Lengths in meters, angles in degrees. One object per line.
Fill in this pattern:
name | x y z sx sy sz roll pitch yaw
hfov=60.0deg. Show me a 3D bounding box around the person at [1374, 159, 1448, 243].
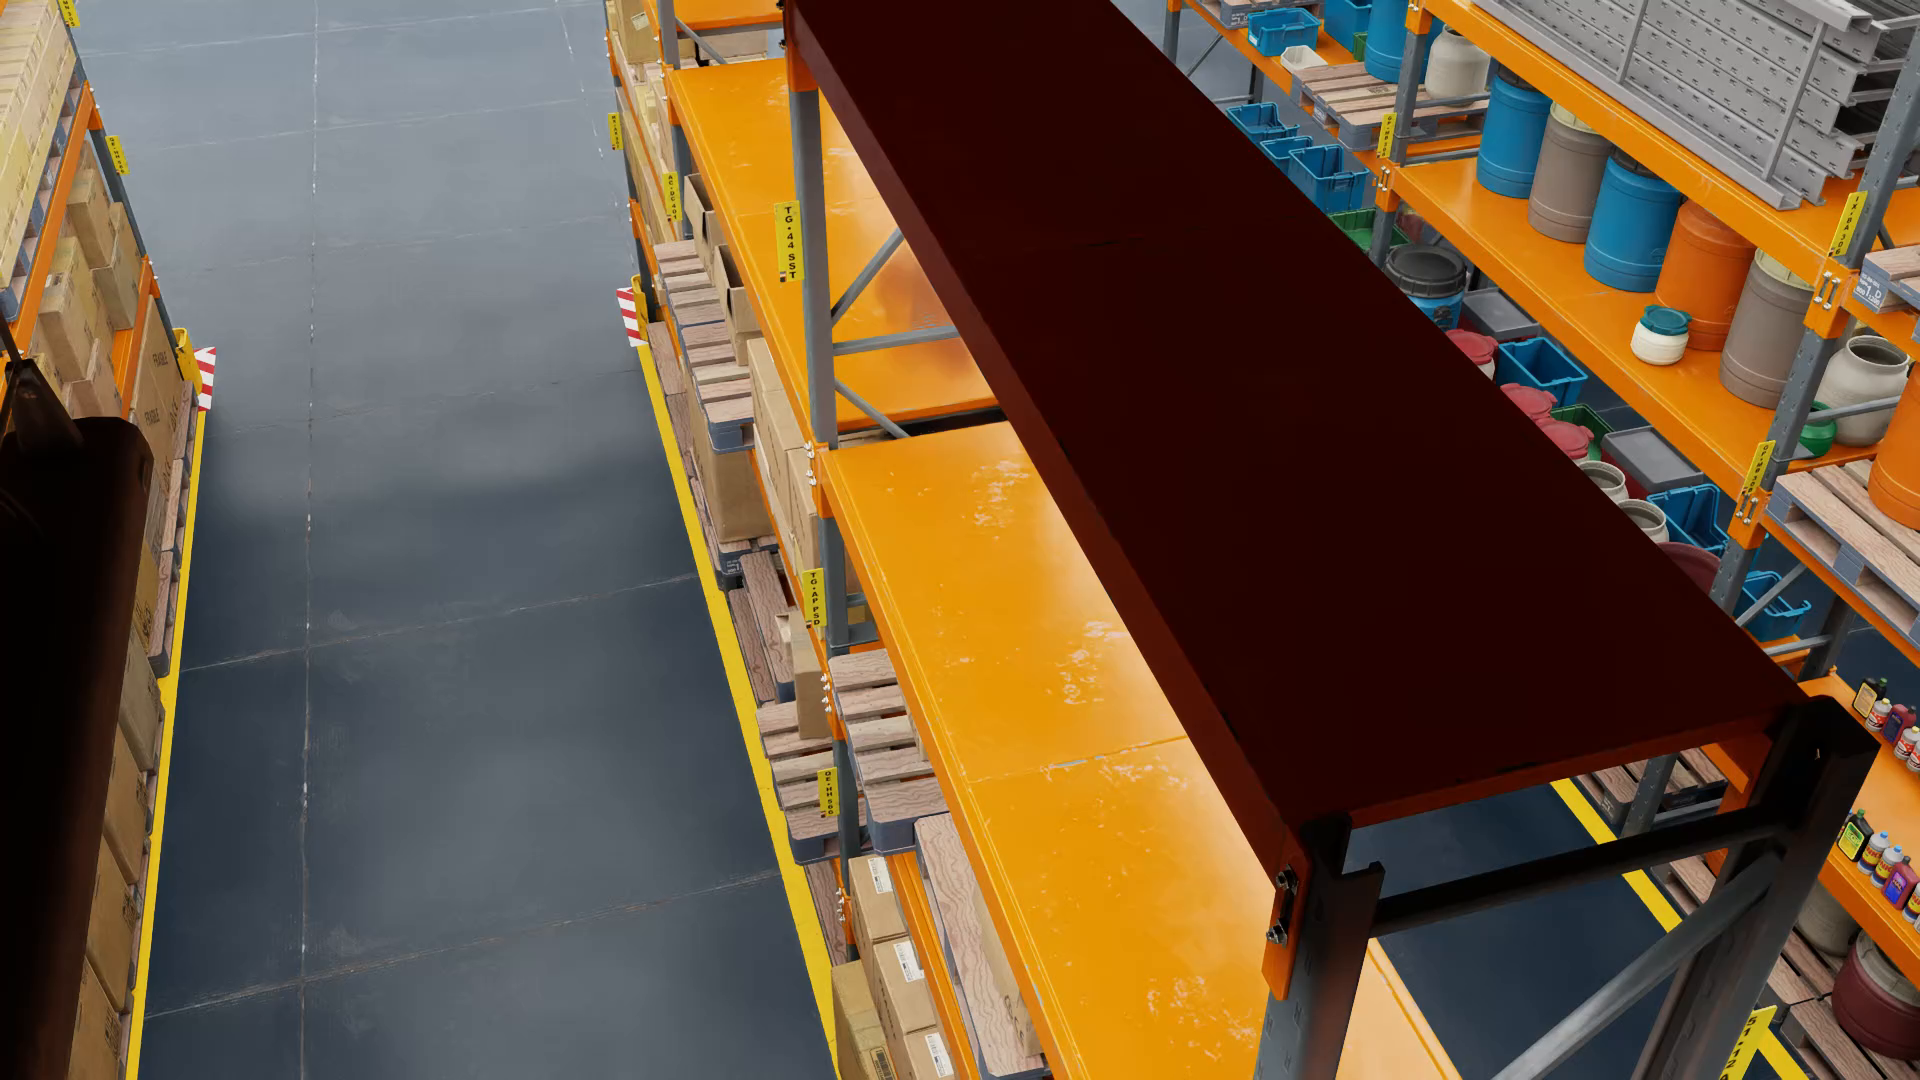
person | 4.231 -3.084 15.493 0.609 1.503 0.862 -31 48 -33
